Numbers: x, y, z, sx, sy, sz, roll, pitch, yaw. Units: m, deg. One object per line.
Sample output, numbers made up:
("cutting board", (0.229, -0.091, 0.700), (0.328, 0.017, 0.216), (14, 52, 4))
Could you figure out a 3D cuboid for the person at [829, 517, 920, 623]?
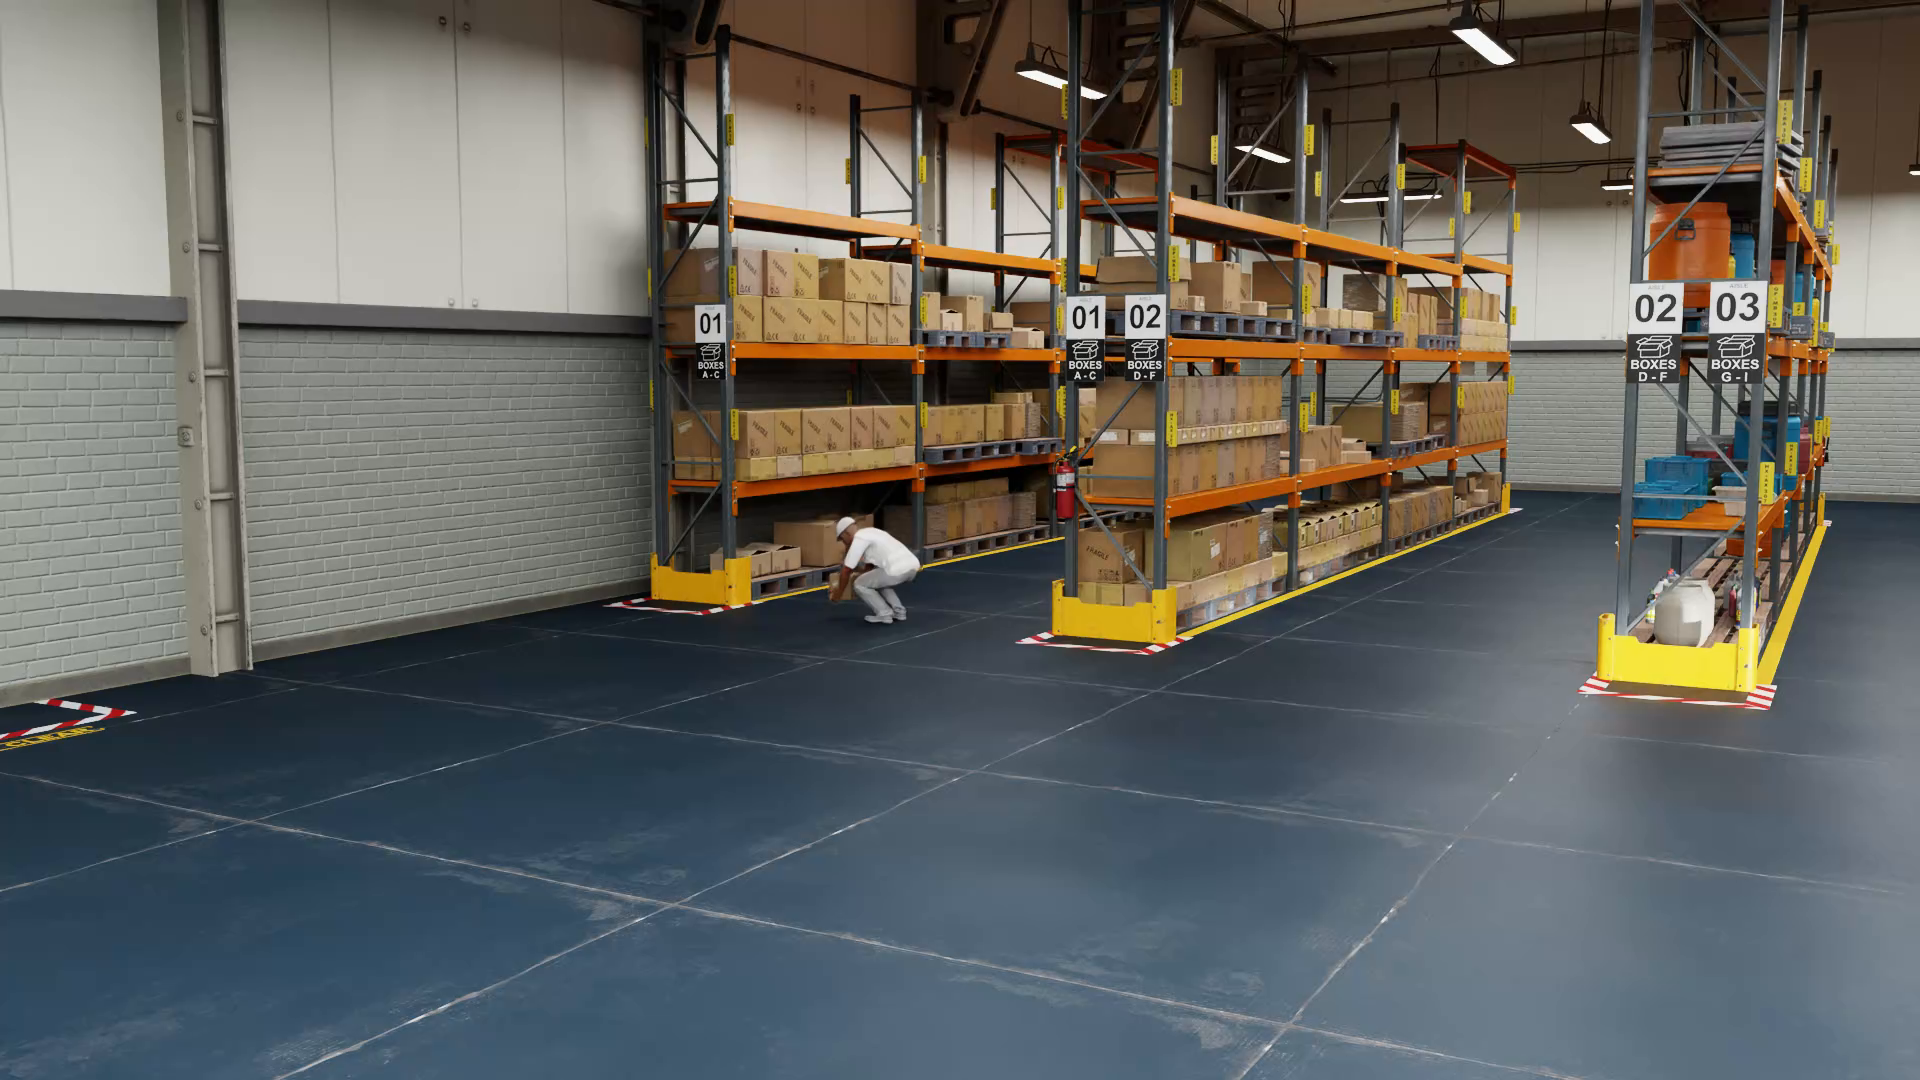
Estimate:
("person", (-0.863, 0.297, 16.710), (0.888, 1.040, 0.587), (3, 7, 28))
